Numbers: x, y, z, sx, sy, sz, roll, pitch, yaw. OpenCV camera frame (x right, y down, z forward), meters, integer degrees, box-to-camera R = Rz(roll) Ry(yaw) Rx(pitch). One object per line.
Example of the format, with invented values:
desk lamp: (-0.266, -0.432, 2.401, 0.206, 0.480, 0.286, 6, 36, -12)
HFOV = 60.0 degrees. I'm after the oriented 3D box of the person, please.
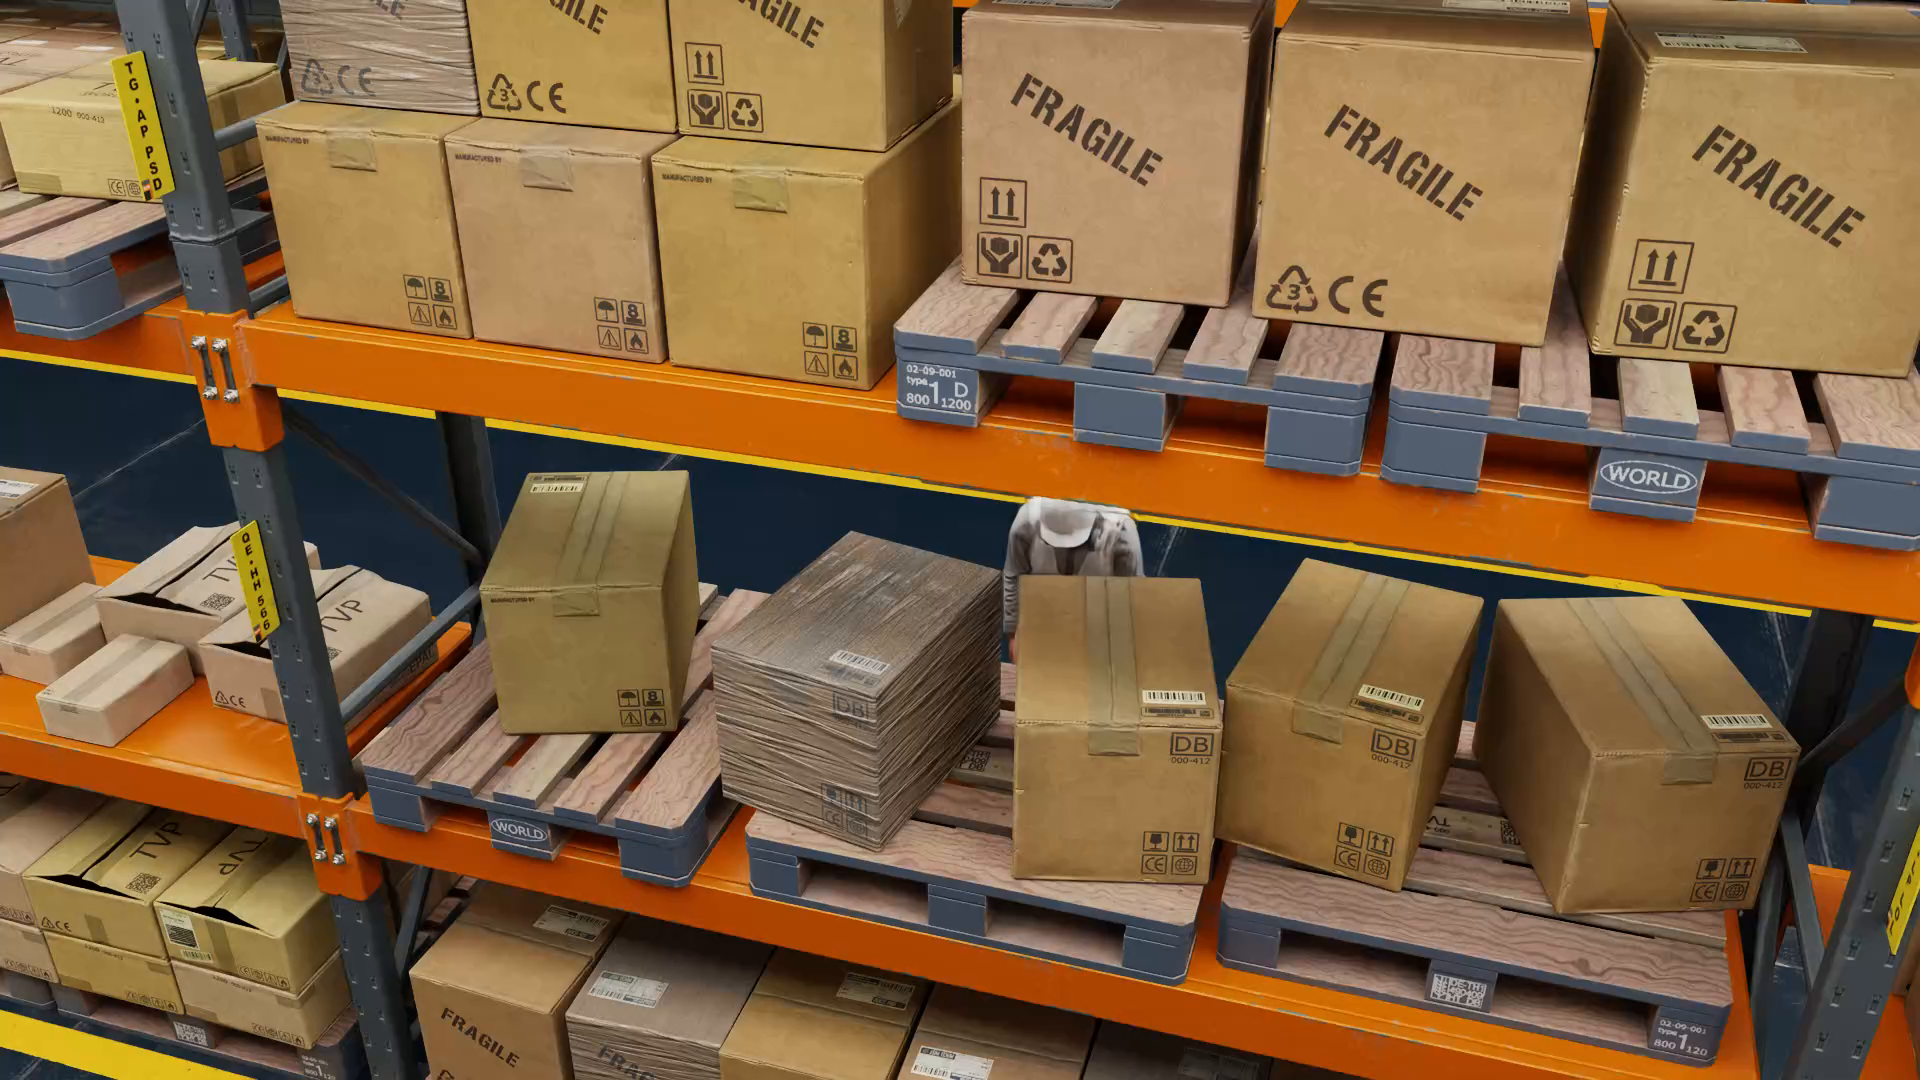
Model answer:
person: (0.462, 0.349, 6.699, 0.588, 1.560, 0.671, 9, 30, 15)
